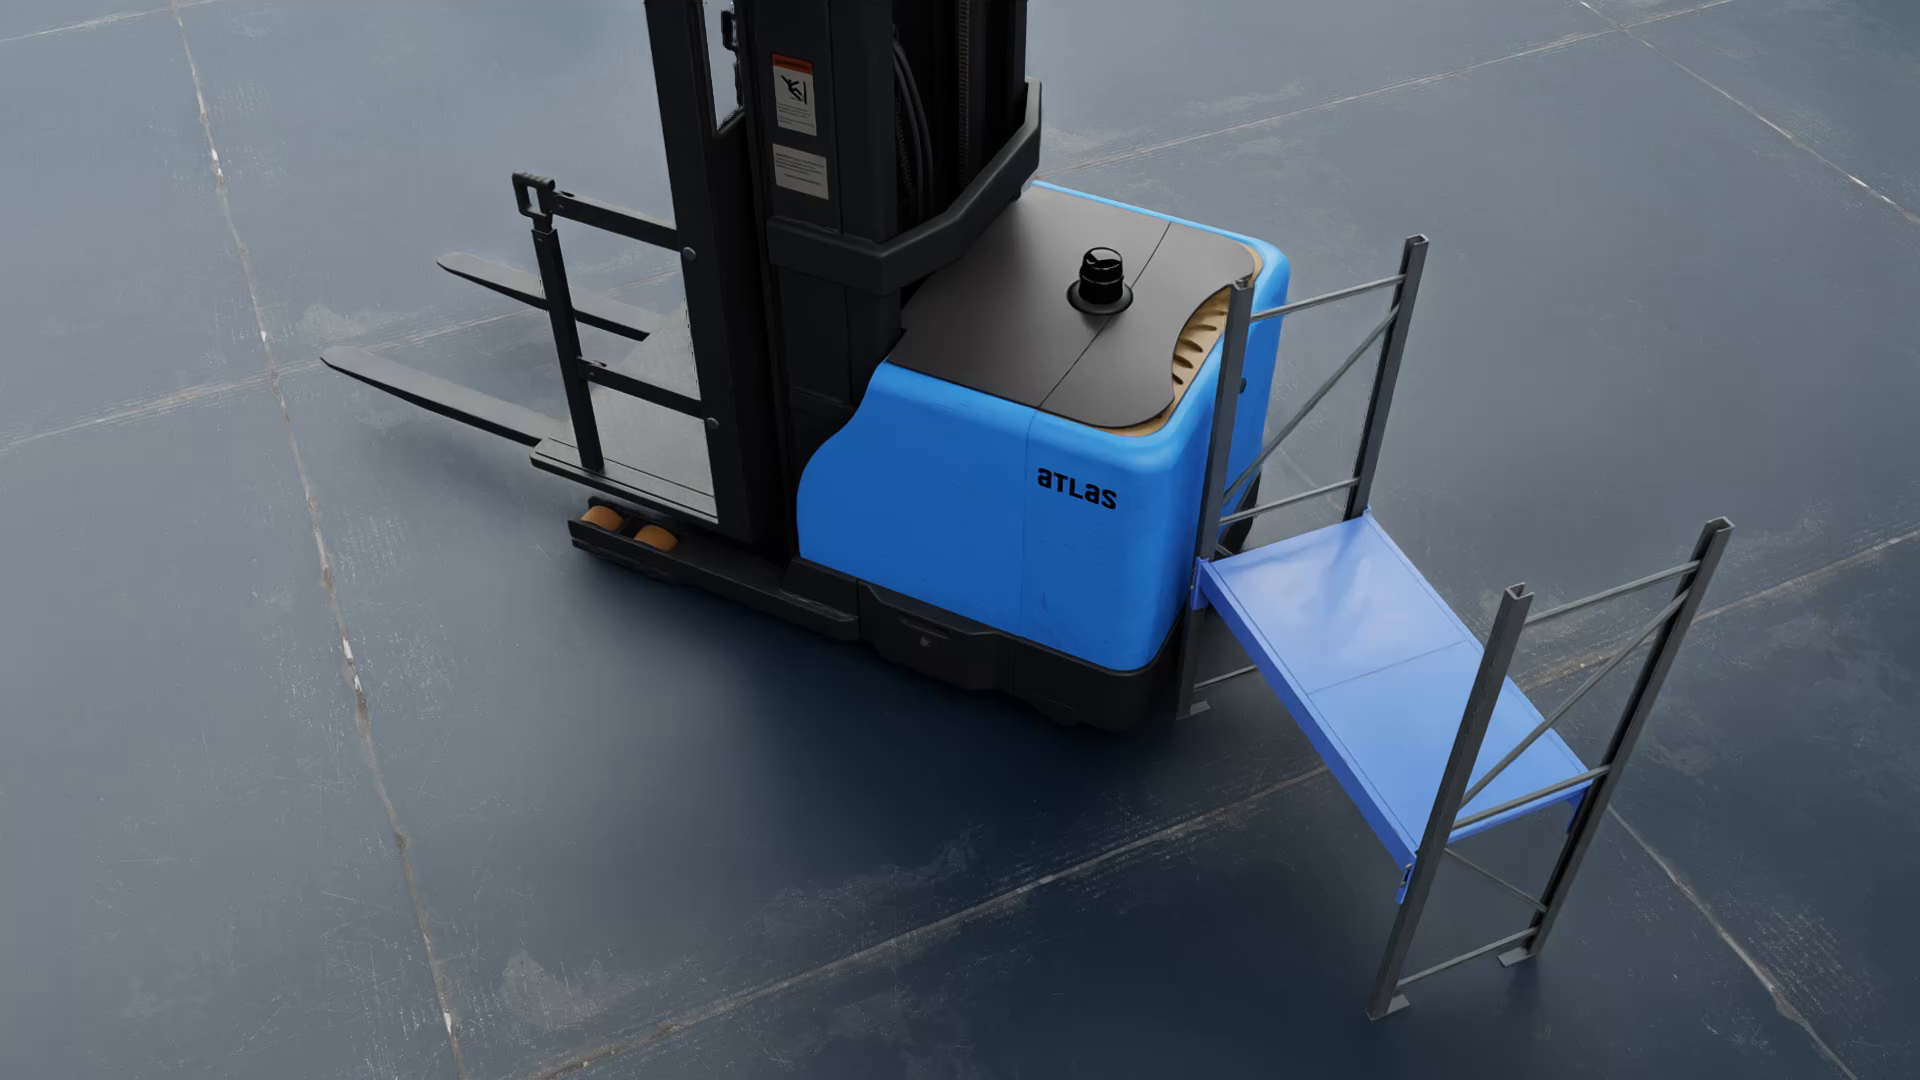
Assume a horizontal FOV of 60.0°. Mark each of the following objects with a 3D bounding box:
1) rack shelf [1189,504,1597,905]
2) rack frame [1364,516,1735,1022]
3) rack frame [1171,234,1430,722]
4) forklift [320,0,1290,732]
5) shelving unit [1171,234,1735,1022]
[{"bbox_3d":[1.034,0.363,4.070,0.538,0.185,1.000,-16,47,-16],"label":"rack shelf"},{"bbox_3d":[1.228,0.565,3.610,0.500,1.500,0.032,-16,47,-16],"label":"rack frame"},{"bbox_3d":[0.840,-0.095,4.278,0.500,1.500,0.032,-16,47,-16],"label":"rack frame"},{"bbox_3d":[-0.637,-1.236,4.416,3.031,2.935,1.130,19,48,18],"label":"forklift"},{"bbox_3d":[1.034,0.235,3.944,0.538,1.500,1.048,-16,47,-16],"label":"shelving unit"}]
